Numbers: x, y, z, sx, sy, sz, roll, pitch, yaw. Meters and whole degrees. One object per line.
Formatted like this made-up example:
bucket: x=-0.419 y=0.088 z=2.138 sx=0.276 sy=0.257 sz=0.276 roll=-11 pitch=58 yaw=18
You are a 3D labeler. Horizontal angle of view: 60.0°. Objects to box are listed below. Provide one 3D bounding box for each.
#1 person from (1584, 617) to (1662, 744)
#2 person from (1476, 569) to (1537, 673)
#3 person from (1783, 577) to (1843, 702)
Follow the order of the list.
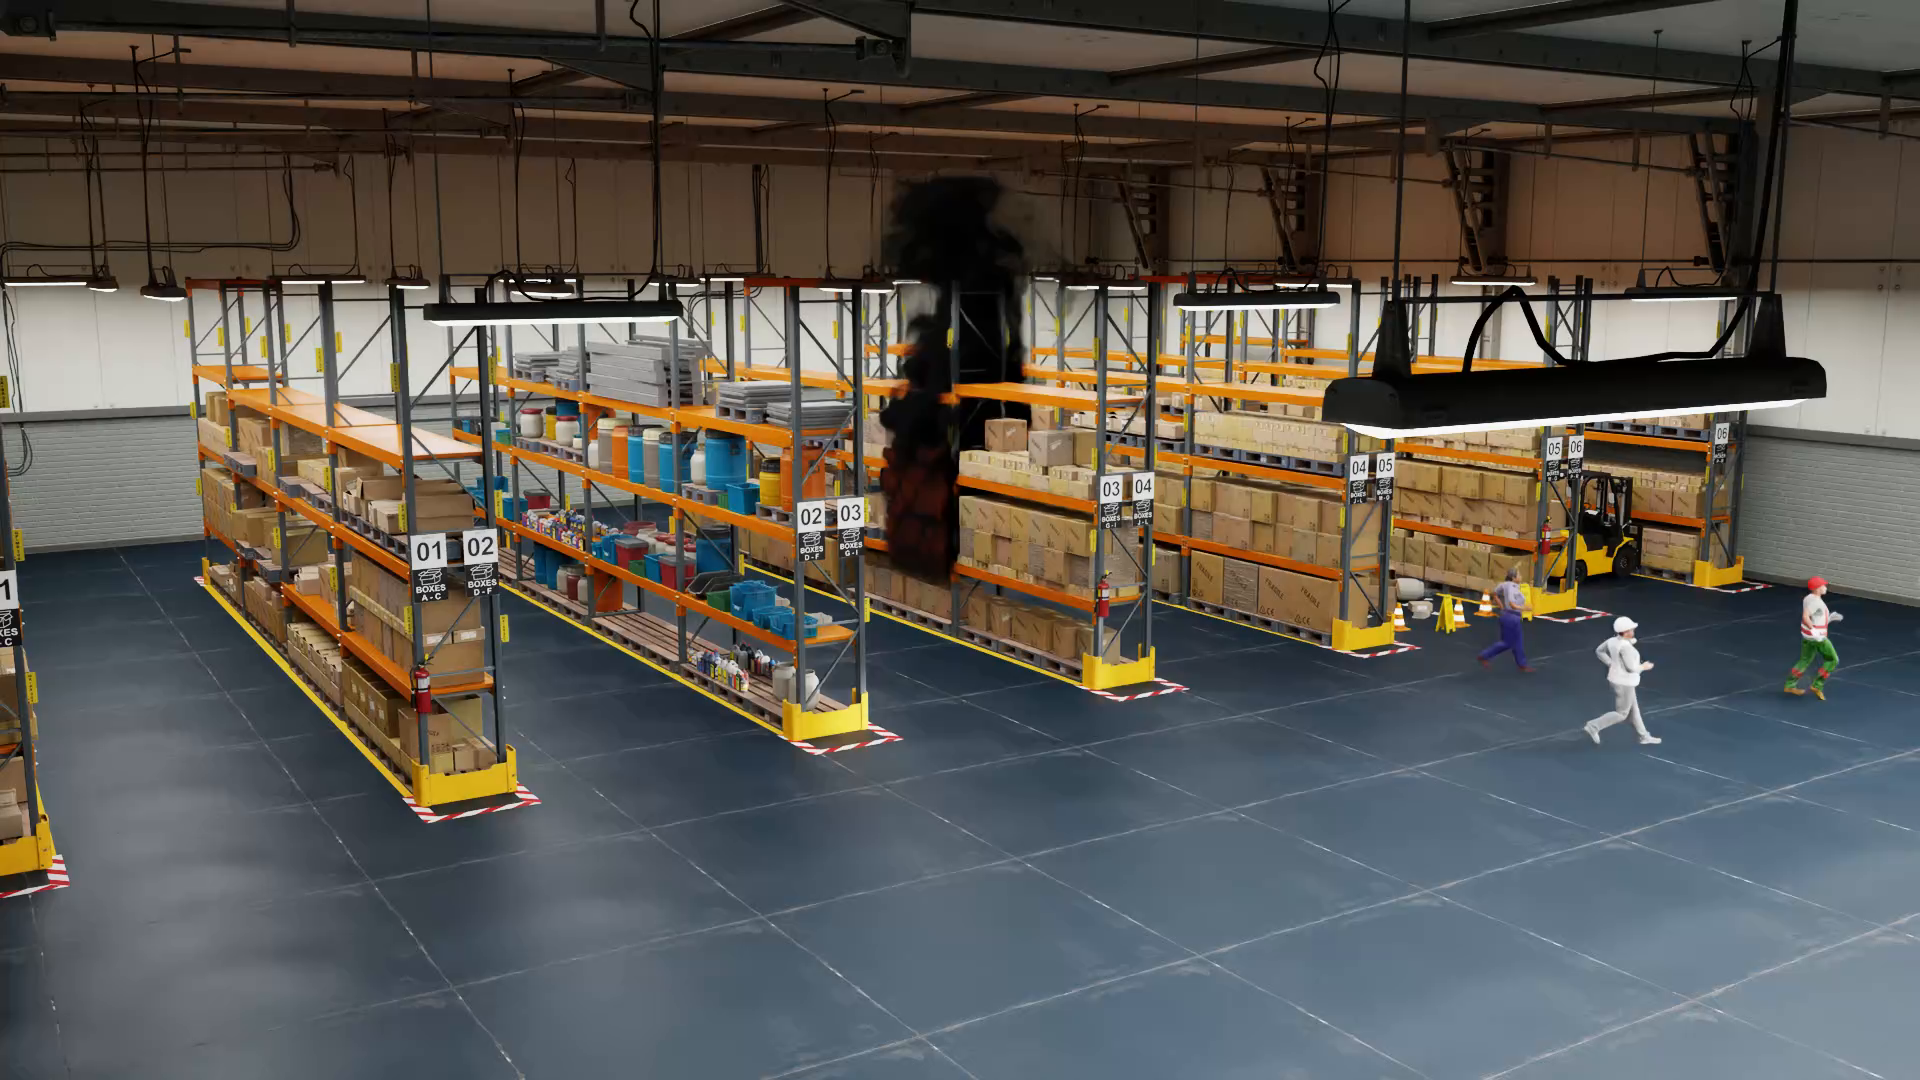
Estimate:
person: x=8.659 y=1.840 z=21.615 sx=1.079 sy=1.719 sz=0.672 roll=0 pitch=10 yaw=2
person: x=8.454 y=1.250 z=25.611 sx=0.941 sy=1.646 sz=0.605 roll=1 pitch=10 yaw=7
person: x=12.416 y=1.434 z=24.117 sx=0.729 sy=1.817 sz=0.641 roll=1 pitch=10 yaw=6
